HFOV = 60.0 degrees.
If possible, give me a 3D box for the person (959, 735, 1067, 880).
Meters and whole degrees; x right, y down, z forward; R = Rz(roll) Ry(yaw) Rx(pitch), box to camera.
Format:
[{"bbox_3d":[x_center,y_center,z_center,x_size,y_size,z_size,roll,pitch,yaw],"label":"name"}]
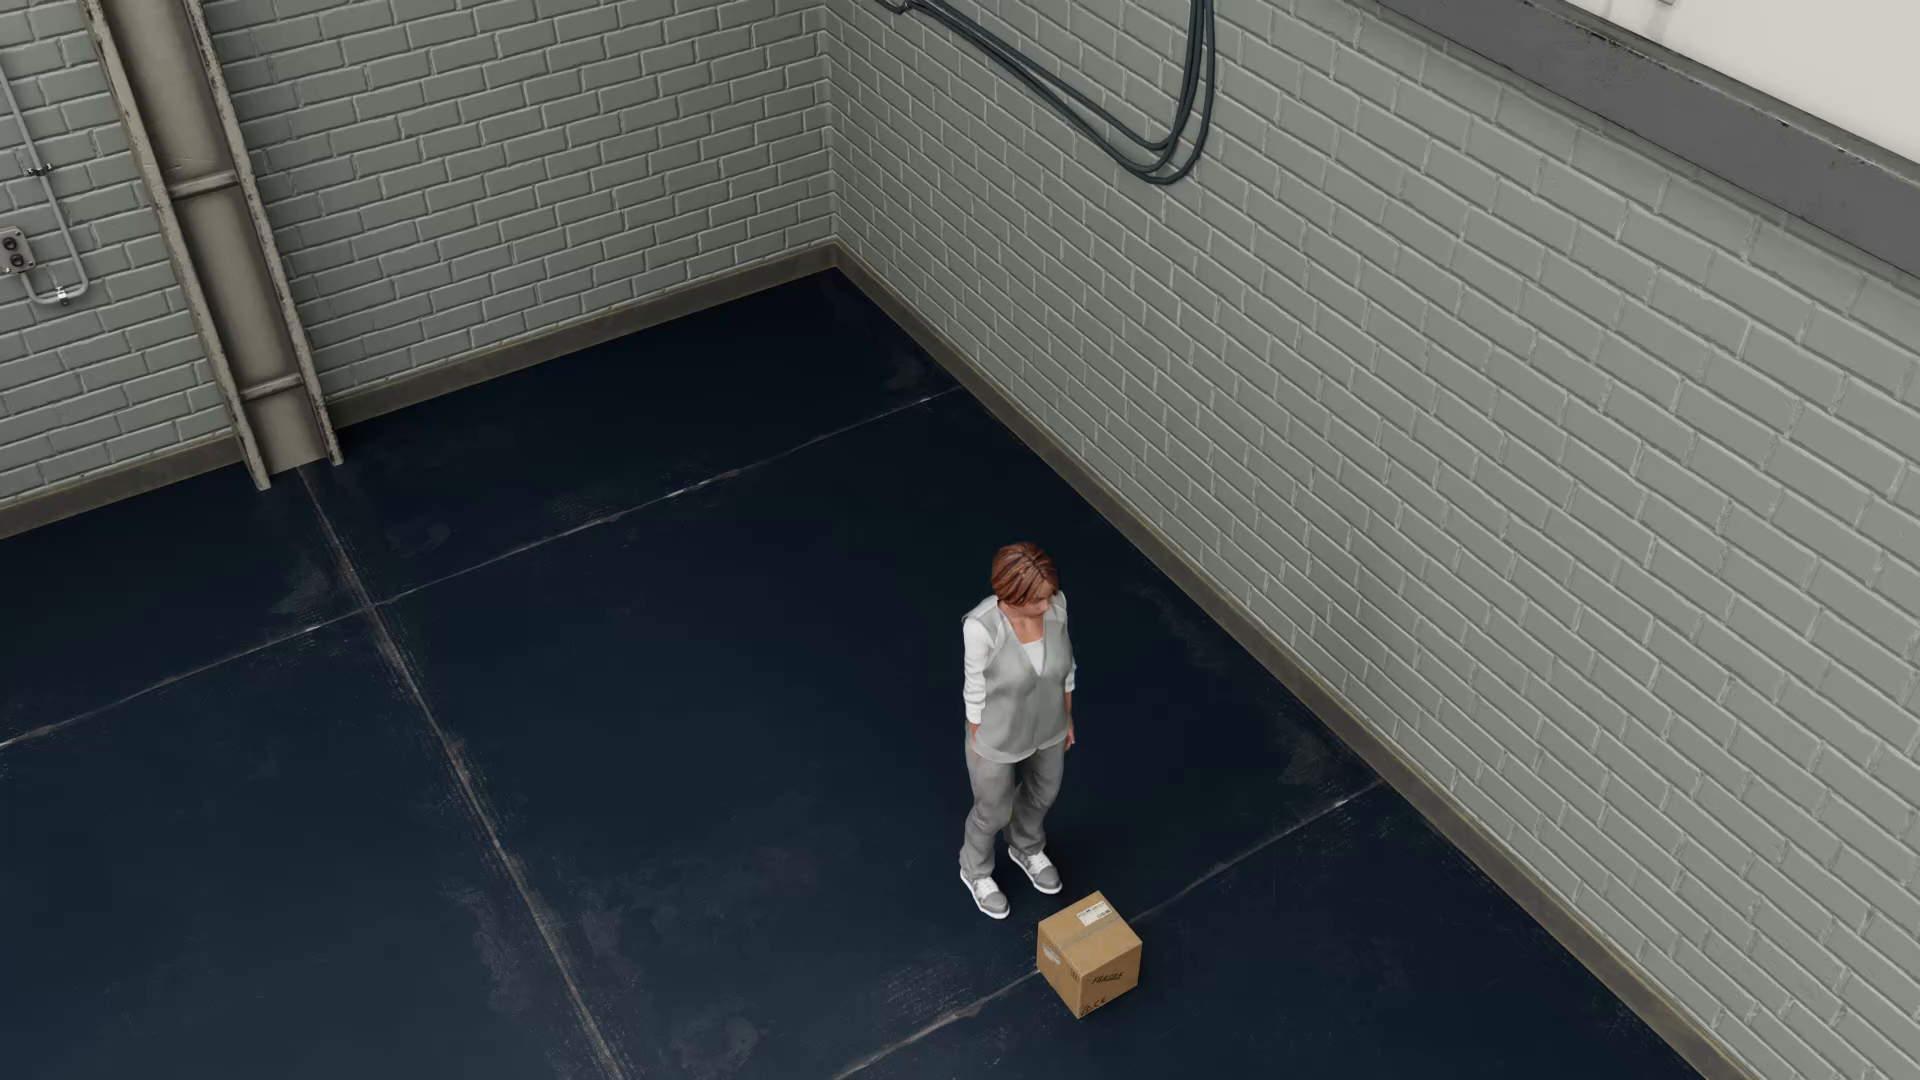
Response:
[{"bbox_3d":[0.174,0.835,5.659,0.354,0.877,0.278,-22,46,-23],"label":"person"}]
